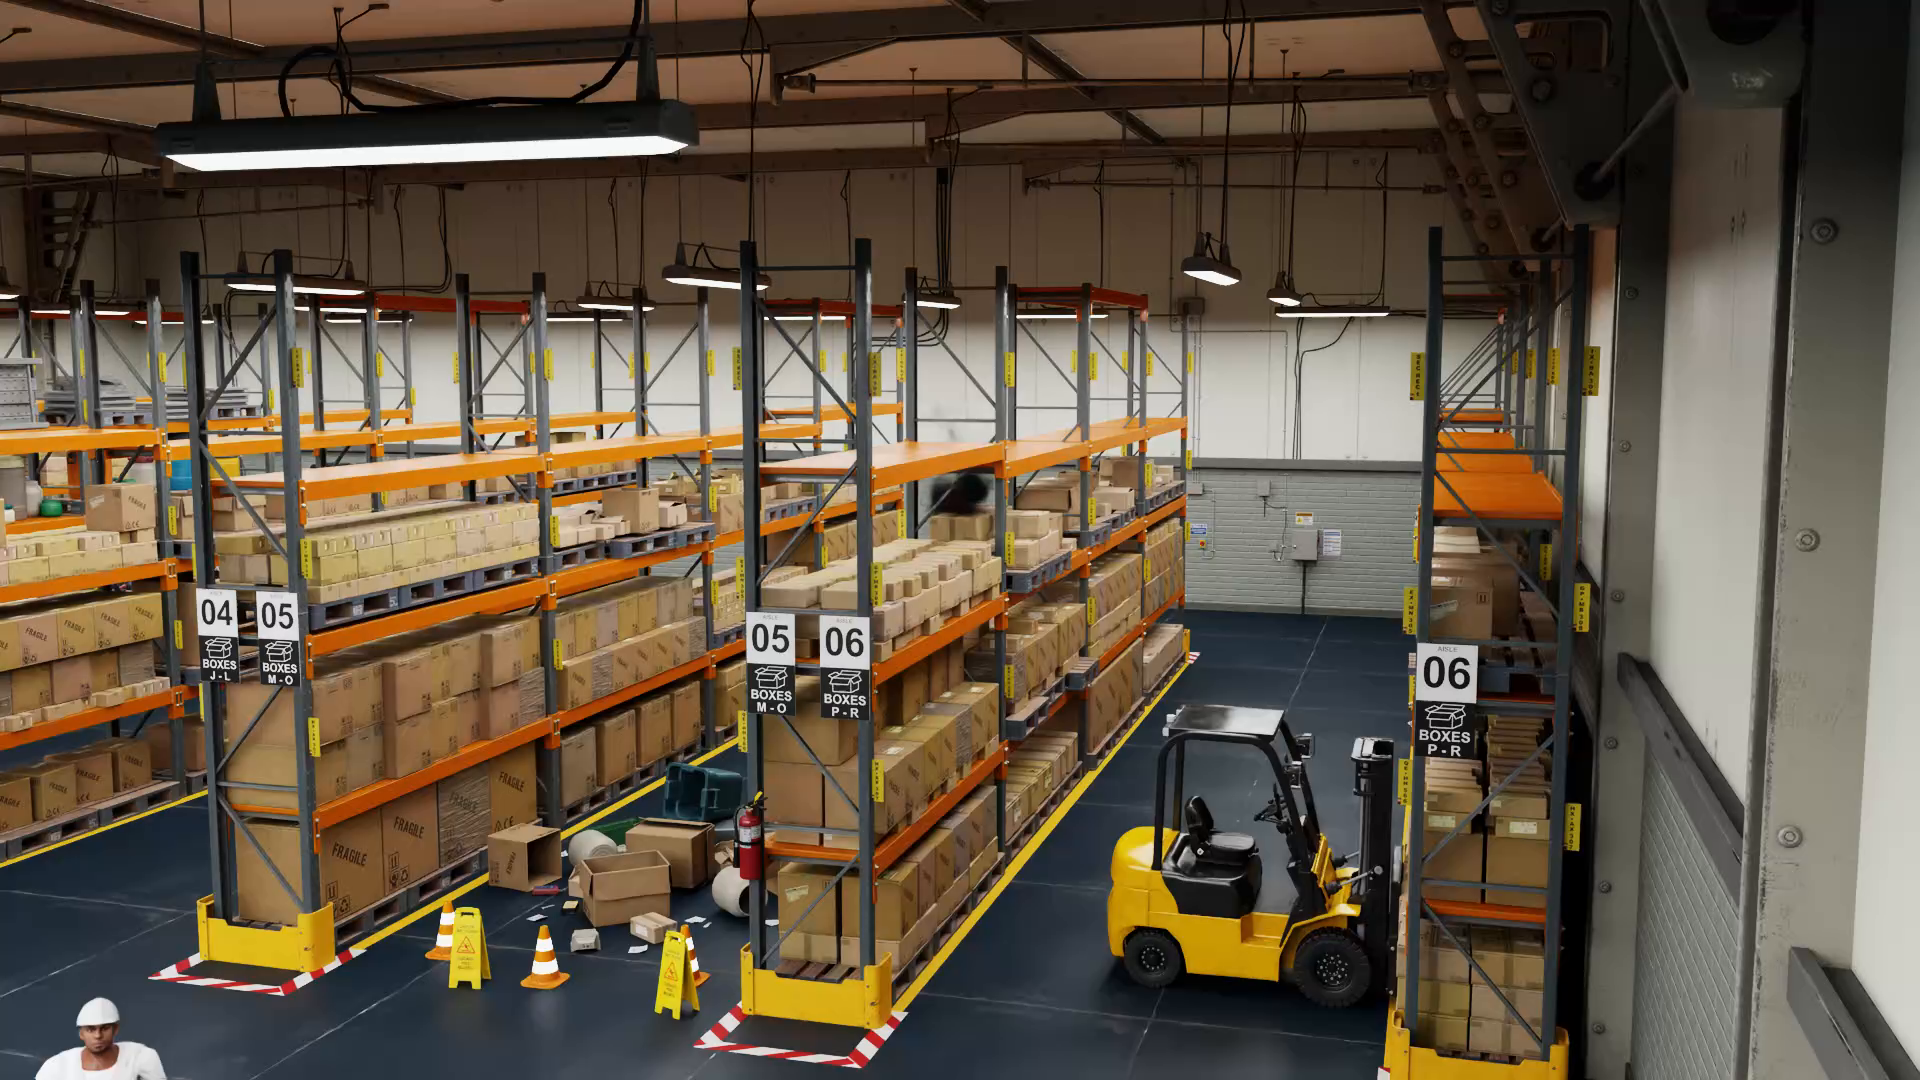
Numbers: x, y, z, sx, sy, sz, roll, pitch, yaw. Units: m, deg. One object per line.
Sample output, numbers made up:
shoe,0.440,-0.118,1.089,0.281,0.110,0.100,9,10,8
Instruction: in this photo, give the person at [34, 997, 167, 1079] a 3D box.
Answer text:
person,-4.599,3.303,8.934,0.665,1.744,0.417,-3,7,-28
